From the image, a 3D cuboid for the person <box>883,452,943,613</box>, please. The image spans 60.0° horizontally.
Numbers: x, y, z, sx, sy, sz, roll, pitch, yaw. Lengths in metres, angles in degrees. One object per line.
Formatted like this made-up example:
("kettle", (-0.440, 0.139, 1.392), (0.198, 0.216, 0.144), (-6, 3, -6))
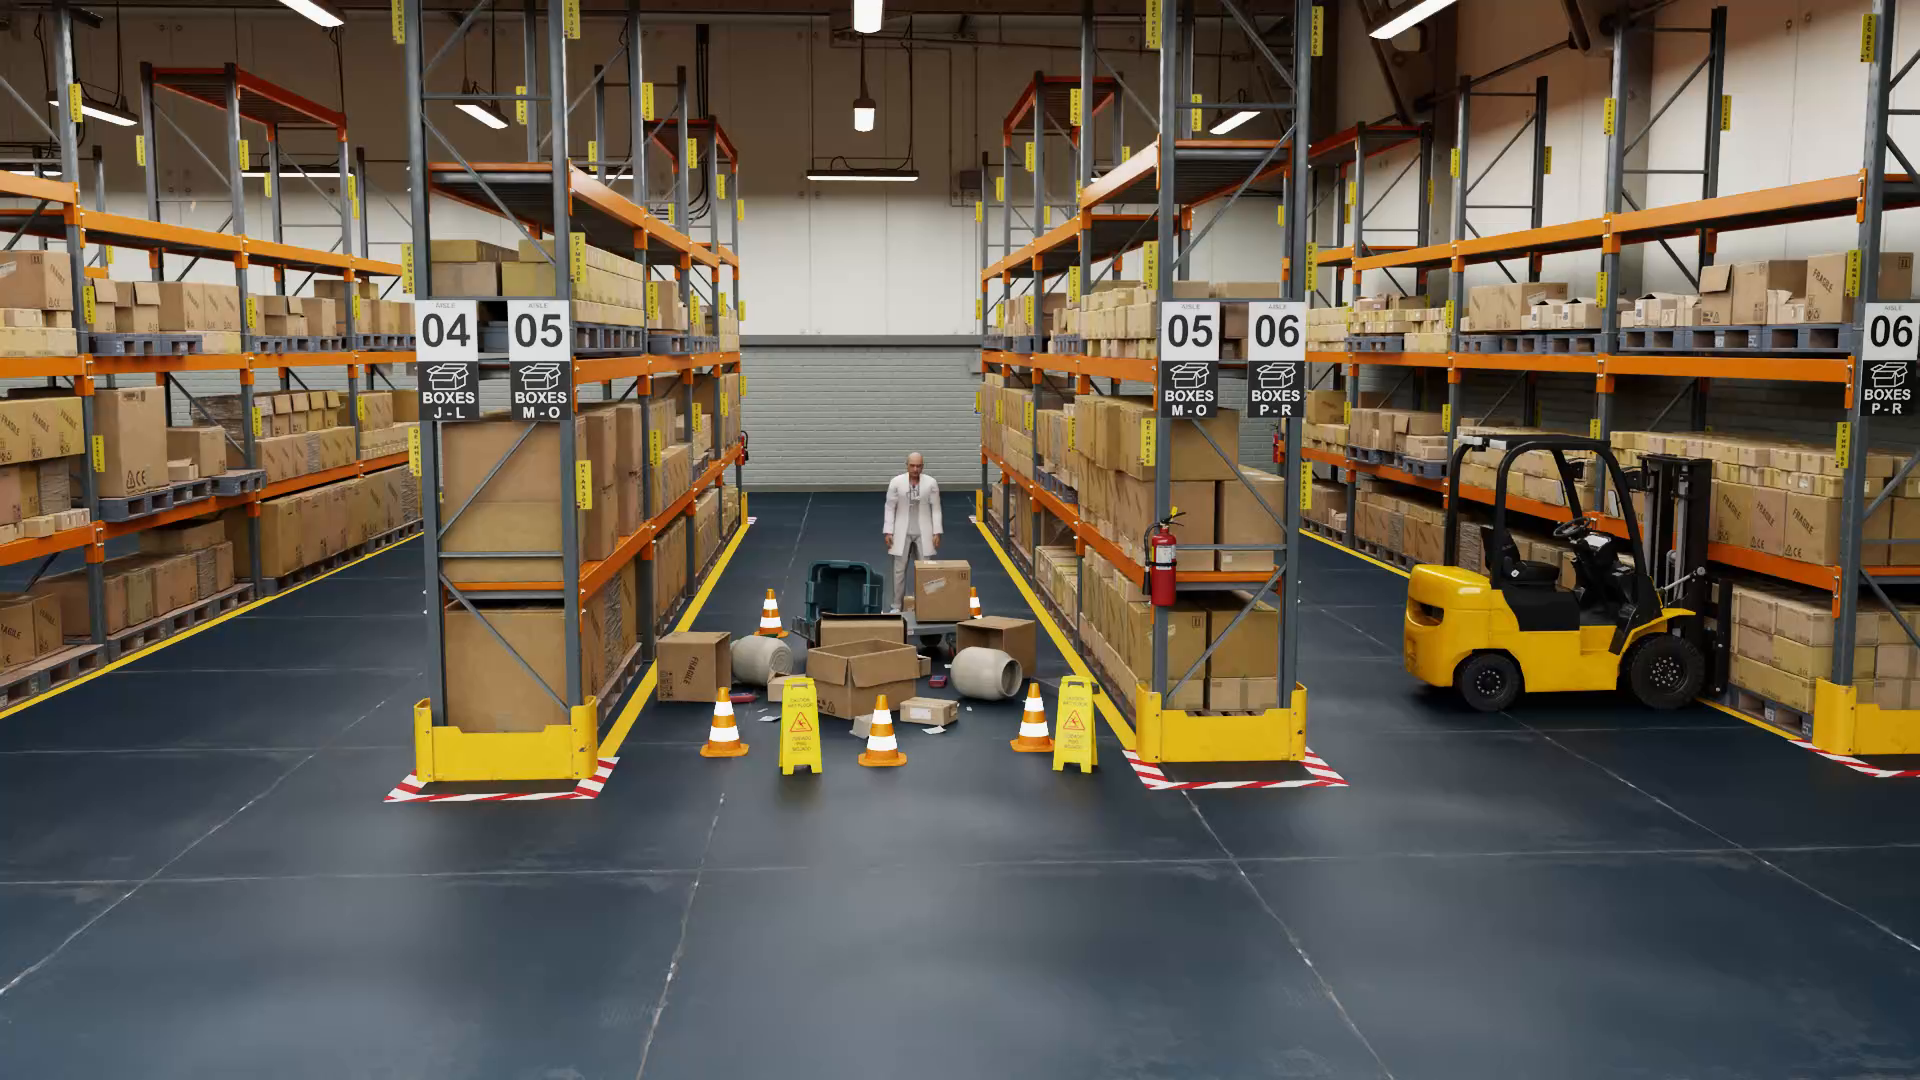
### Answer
("person", (-0.501, -0.049, 17.720), (0.640, 1.773, 0.426), (0, 7, -4))
